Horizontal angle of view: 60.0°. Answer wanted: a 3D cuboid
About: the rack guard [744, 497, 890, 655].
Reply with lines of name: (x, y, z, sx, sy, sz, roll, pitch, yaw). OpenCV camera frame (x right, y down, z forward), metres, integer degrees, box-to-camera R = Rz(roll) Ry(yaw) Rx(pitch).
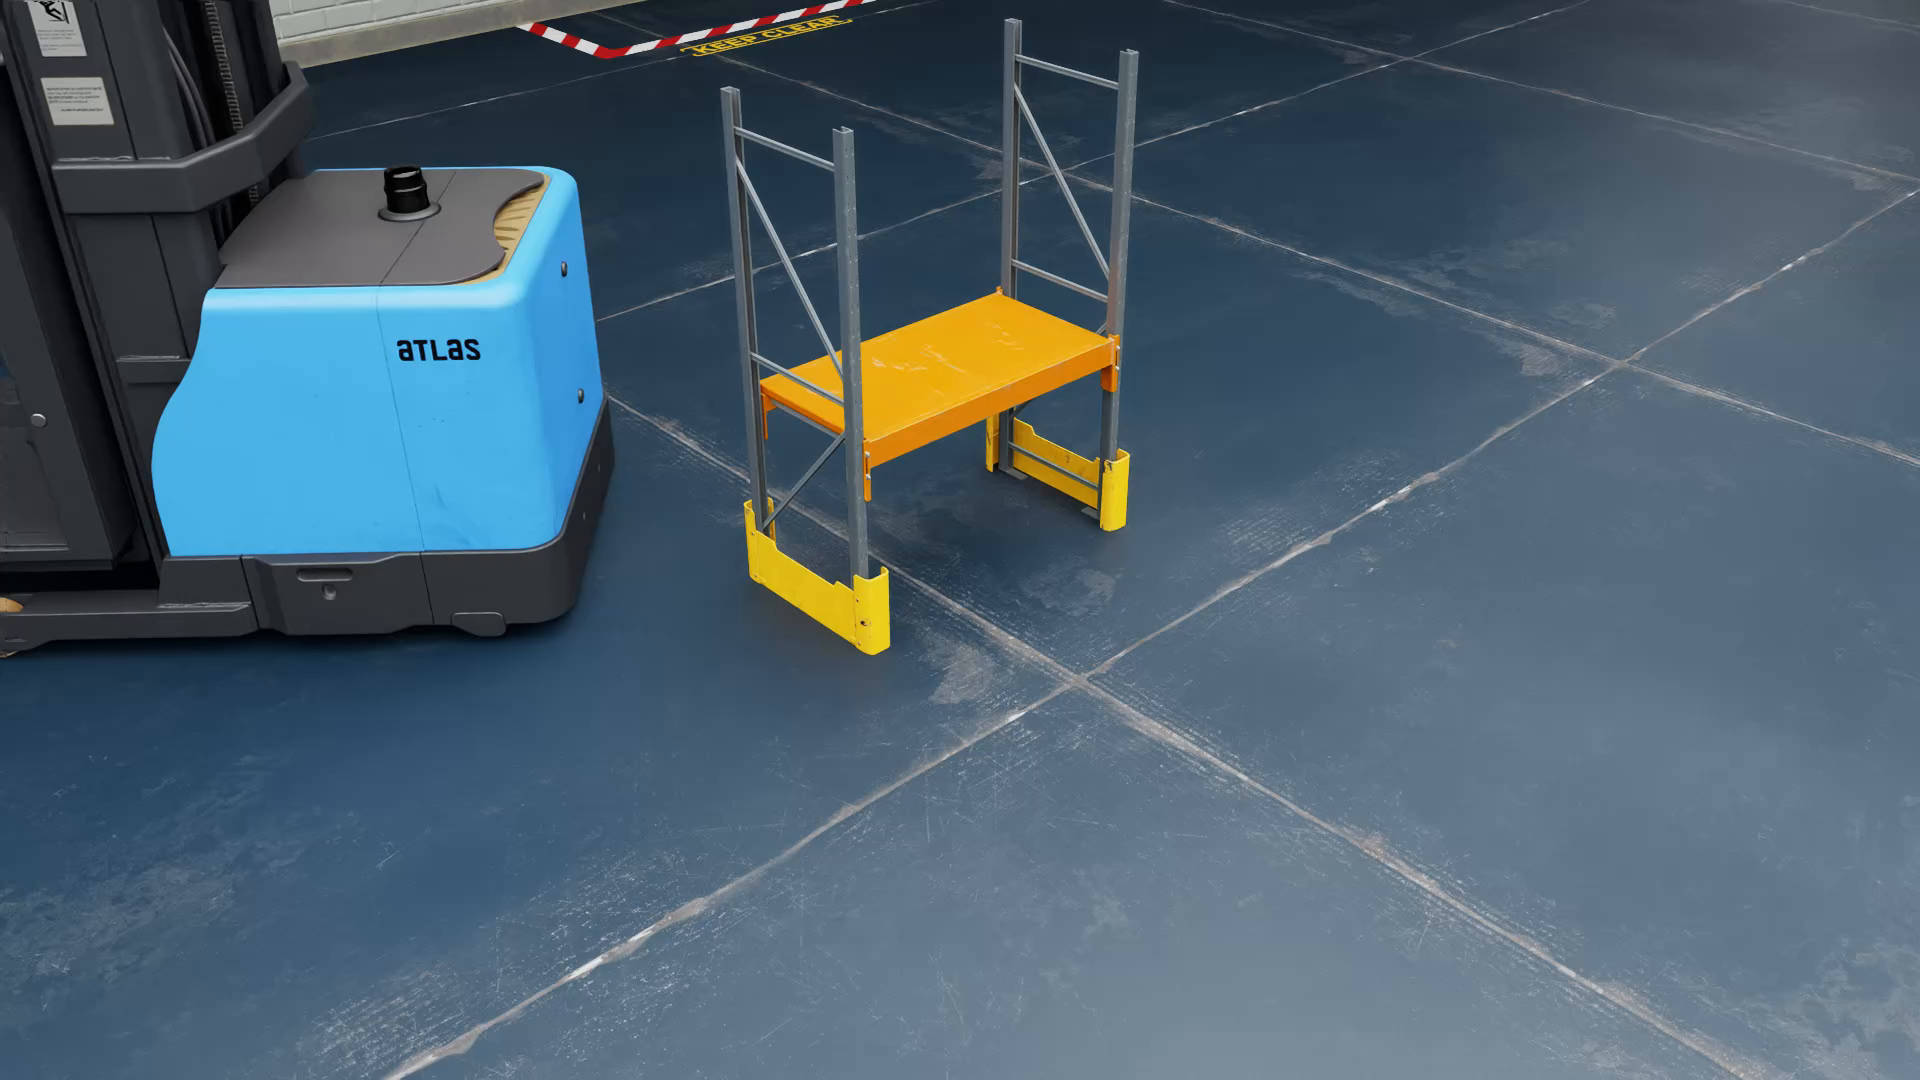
rack guard: (-0.421, 0.097, 4.852, 0.087, 0.250, 0.587, -26, 40, -35)

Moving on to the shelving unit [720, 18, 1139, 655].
shelving unit: (-0.056, -0.613, 4.815, 1.083, 1.500, 0.587, -26, 40, -35)

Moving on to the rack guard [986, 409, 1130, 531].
rack guard: (0.309, -0.256, 5.429, 0.087, 0.250, 0.587, -26, 40, -35)

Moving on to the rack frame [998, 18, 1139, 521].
rack frame: (0.310, -0.790, 5.104, 0.032, 1.500, 0.500, -26, 40, -35)

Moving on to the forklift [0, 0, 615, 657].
forklift: (-2.645, -1.198, 4.399, 3.031, 2.935, 1.130, -1, 31, -2)

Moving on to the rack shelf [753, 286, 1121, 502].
rack shelf: (-0.063, -0.456, 4.903, 1.000, 0.185, 0.538, -26, 40, -35)

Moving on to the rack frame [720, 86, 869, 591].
rack frame: (-0.435, -0.429, 4.514, 0.032, 1.500, 0.500, -26, 40, -35)
